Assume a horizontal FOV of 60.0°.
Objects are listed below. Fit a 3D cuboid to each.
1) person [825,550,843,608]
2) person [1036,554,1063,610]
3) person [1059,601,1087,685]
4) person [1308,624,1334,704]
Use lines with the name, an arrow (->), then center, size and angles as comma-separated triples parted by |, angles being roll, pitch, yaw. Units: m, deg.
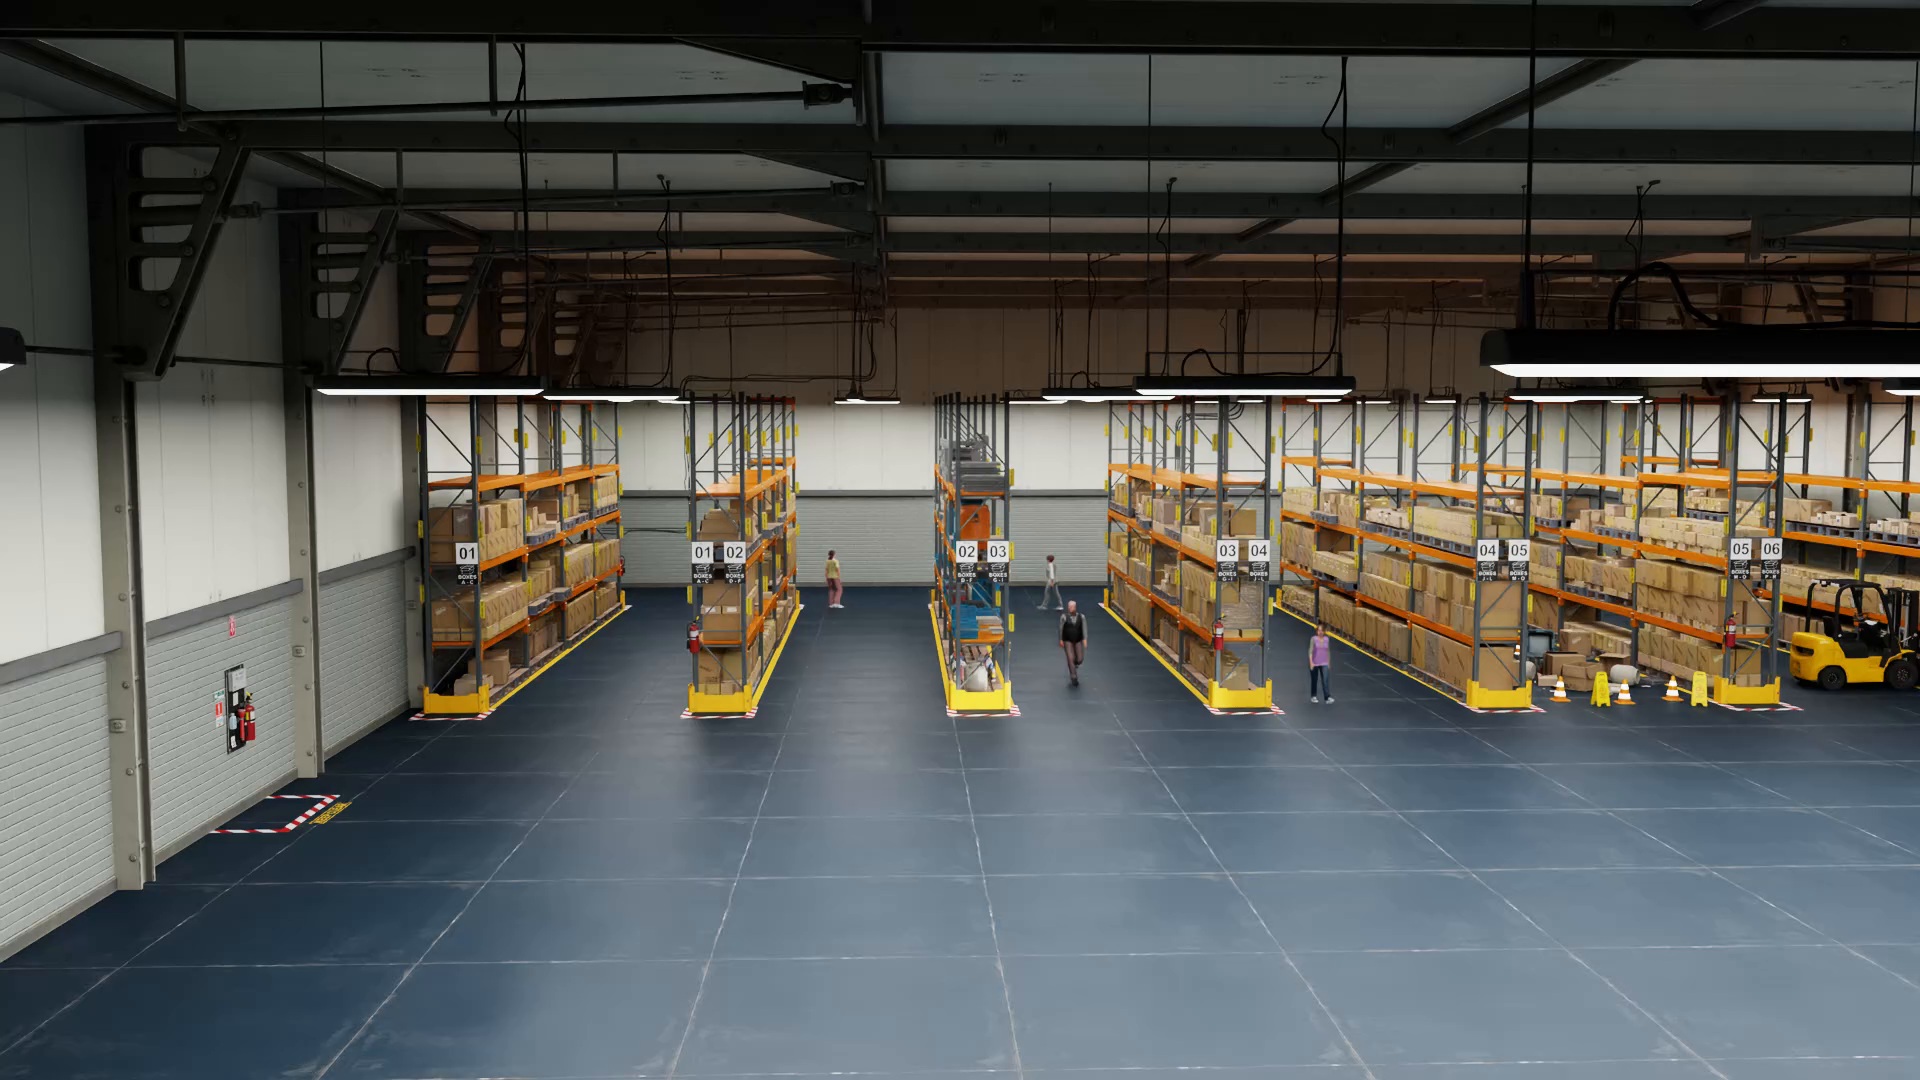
person -> -3.583, 1.112, 47.303 | 0.585, 1.666, 0.458 | 2, 5, 25
person -> 2.549, 1.177, 46.762 | 0.804, 1.555, 0.468 | 2, 5, 26
person -> 2.355, 2.104, 34.355 | 0.568, 1.679, 0.913 | -1, 5, -11
person -> 6.884, 2.387, 31.767 | 0.450, 1.547, 0.970 | 0, 5, 4
